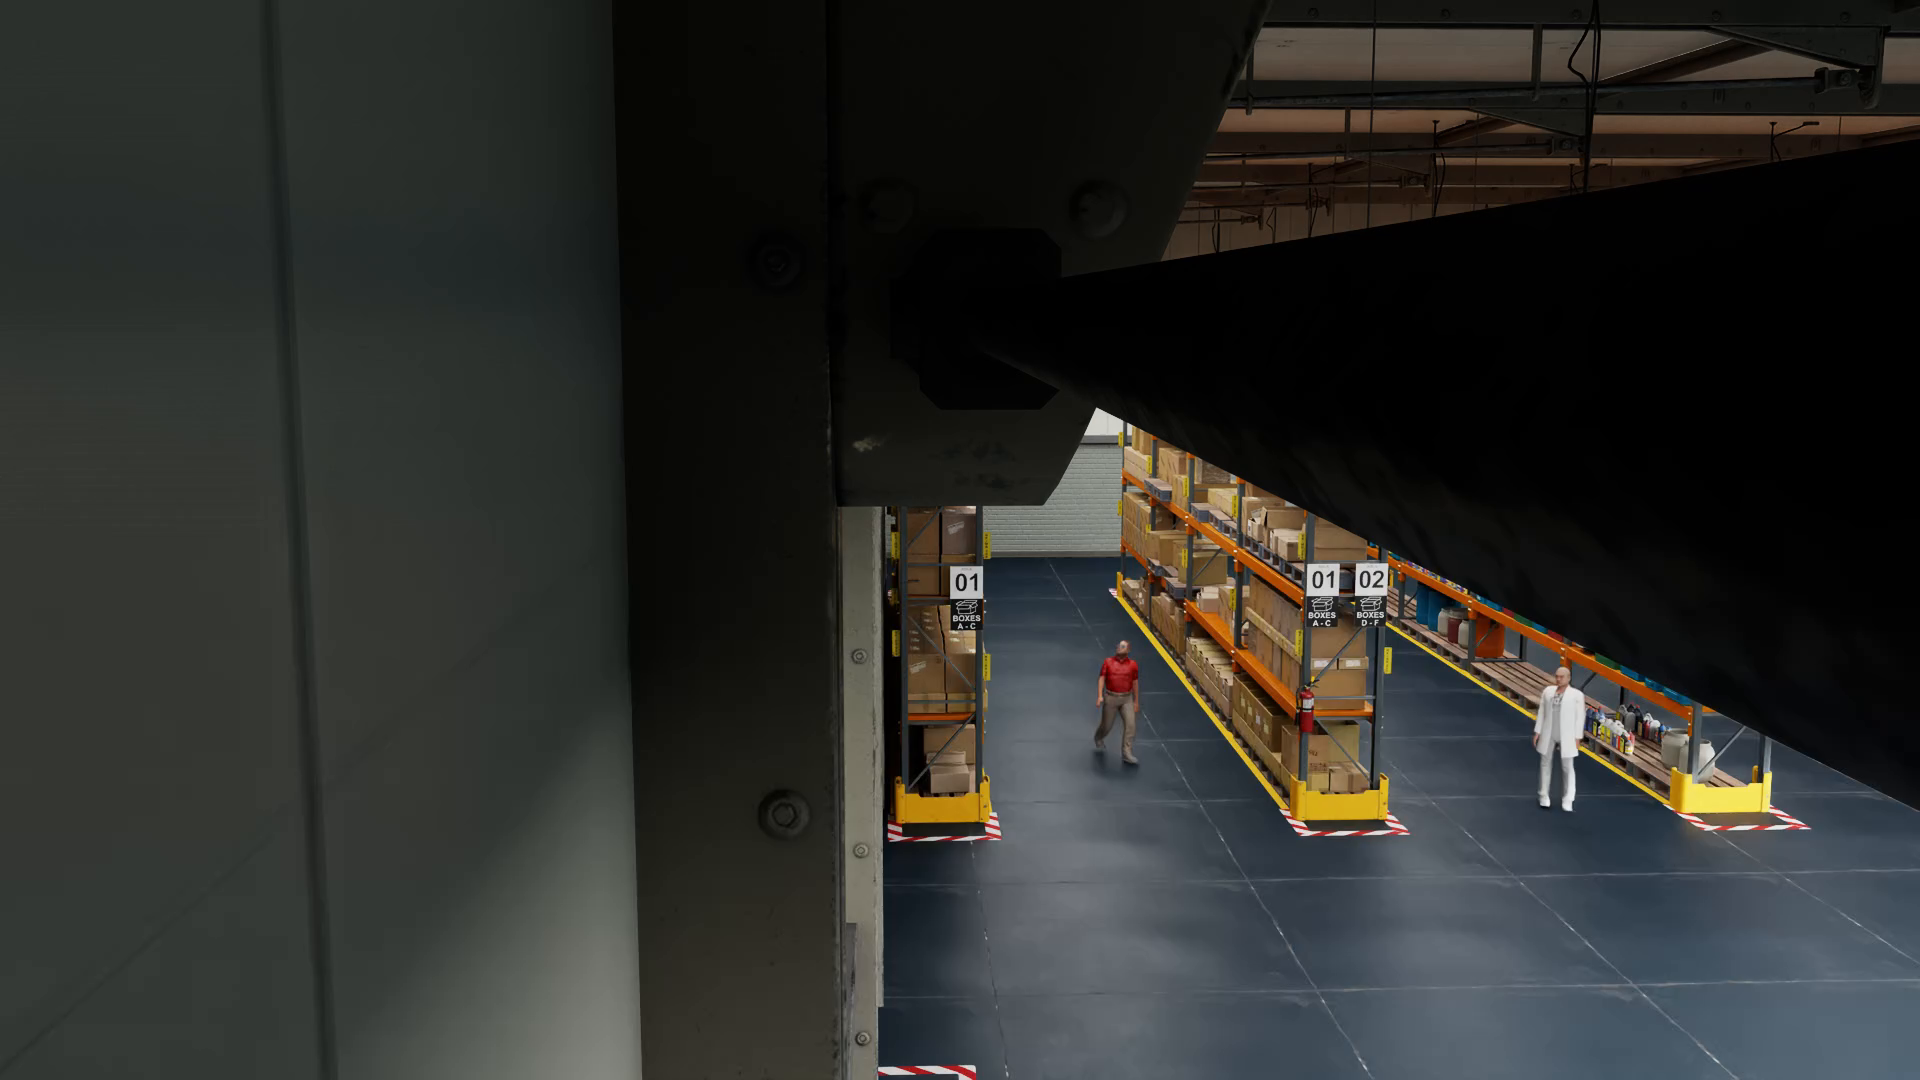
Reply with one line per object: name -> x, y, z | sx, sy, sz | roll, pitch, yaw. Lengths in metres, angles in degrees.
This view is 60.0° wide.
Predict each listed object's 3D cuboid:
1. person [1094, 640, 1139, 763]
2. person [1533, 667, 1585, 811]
person -> 2.194, 2.237, 23.314 | 0.663, 1.643, 0.908 | -2, 8, -17
person -> 7.562, 2.499, 21.041 | 0.616, 1.788, 0.404 | 6, 10, 34
